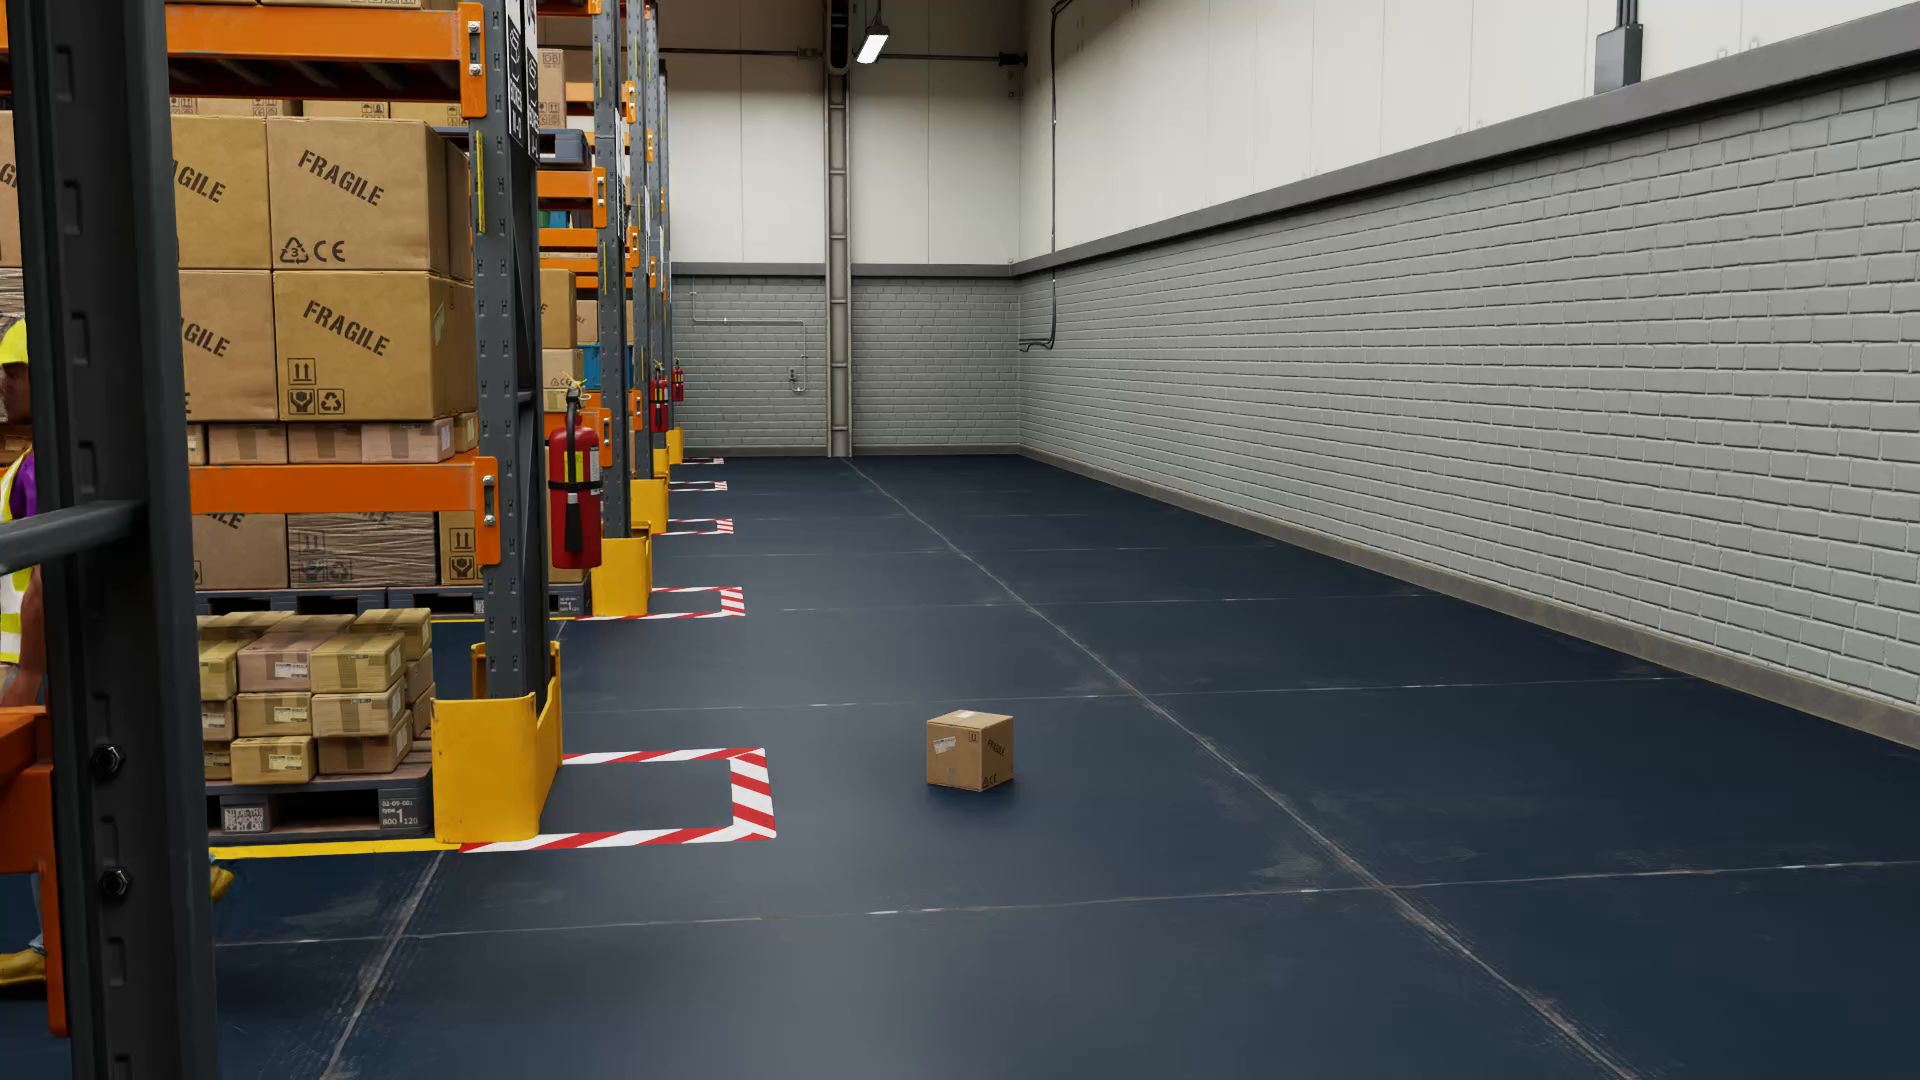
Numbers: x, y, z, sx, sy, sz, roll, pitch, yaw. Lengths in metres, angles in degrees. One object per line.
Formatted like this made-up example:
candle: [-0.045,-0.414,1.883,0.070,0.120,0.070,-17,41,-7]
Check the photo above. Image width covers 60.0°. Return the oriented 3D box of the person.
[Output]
person: [-2.249,0.319,4.278,0.678,1.717,0.619,-2,7,-16]
